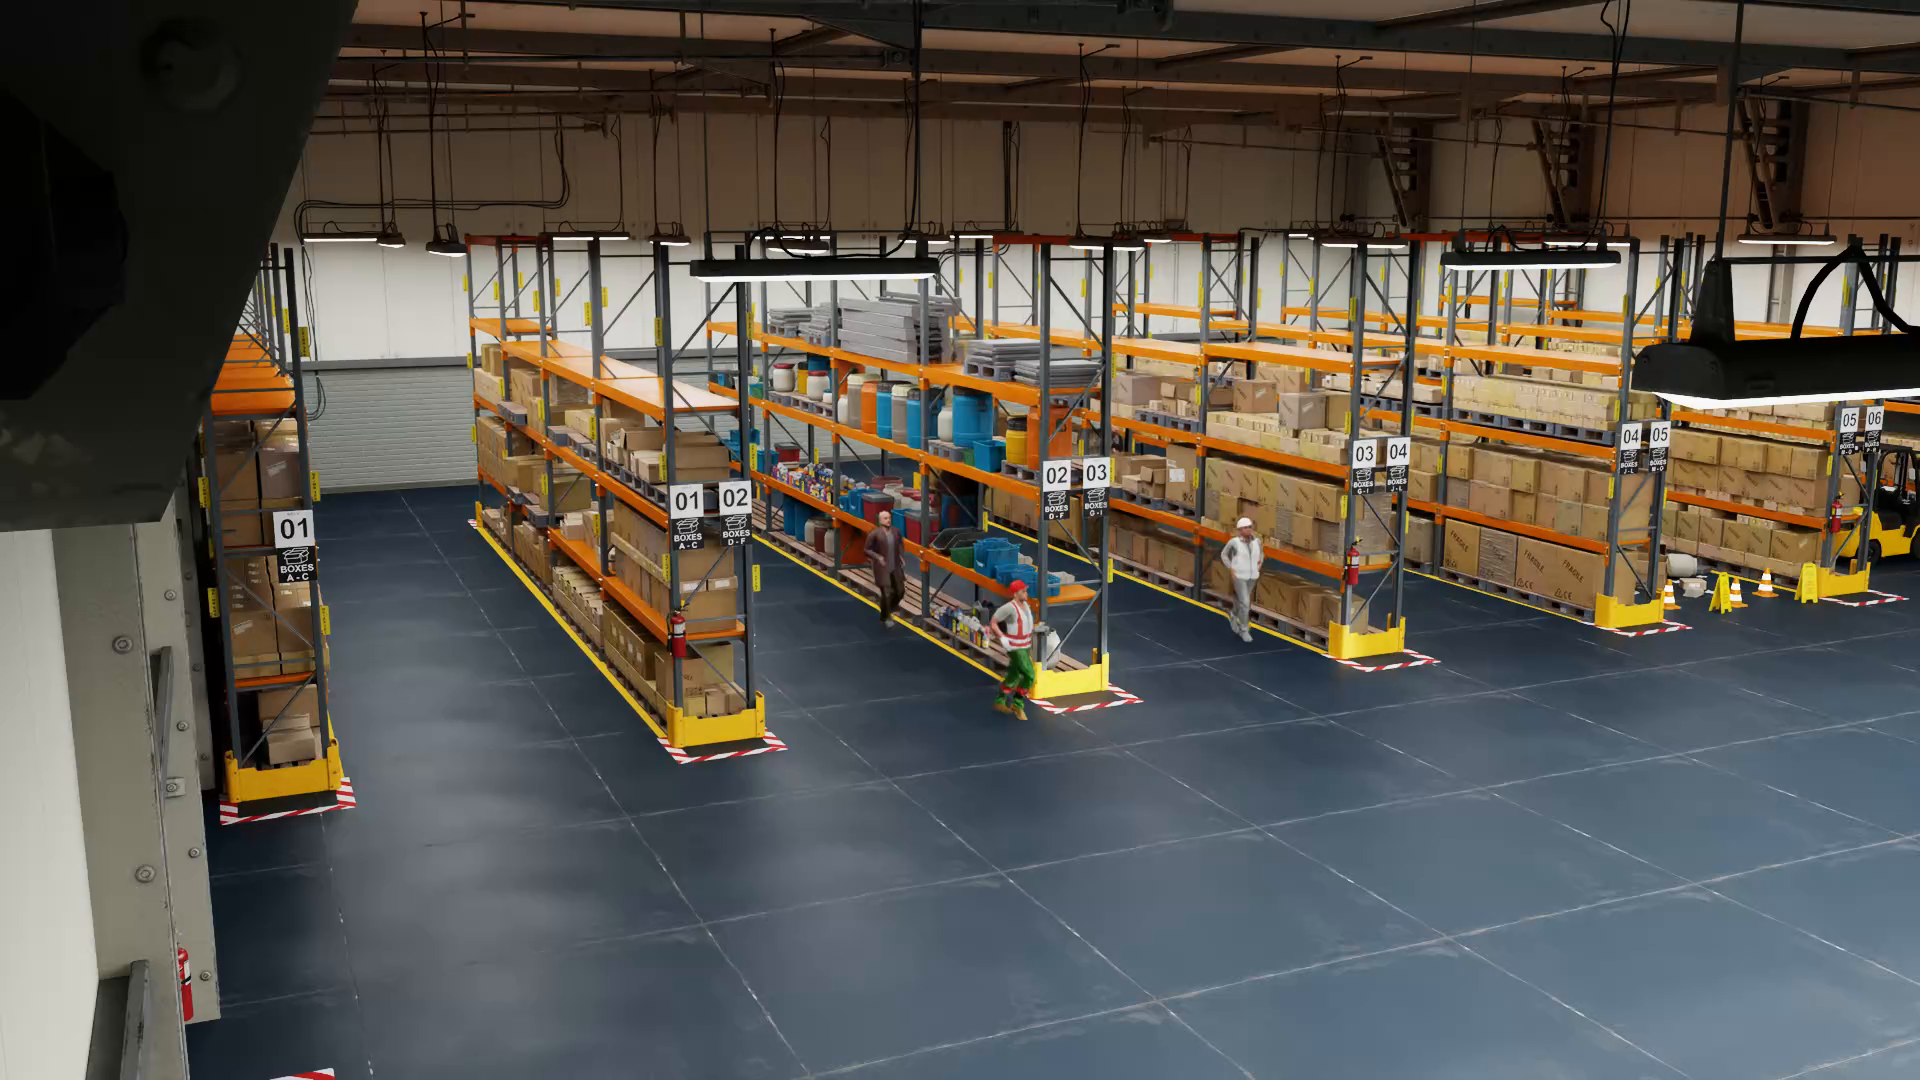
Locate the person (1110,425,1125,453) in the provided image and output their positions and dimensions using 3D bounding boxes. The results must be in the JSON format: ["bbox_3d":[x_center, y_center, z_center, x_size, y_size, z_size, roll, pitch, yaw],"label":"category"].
[{"bbox_3d":[3.474,-1.771,37.729,0.672,1.765,0.836,-4,12,-19],"label":"person"}]

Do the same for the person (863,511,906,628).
[{"bbox_3d":[-1.073,0.443,24.786,0.705,1.756,0.616,-6,13,-29],"label":"person"}]

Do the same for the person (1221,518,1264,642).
[{"bbox_3d":[4.197,0.553,24.626,0.650,1.806,0.828,-4,12,-21],"label":"person"}]

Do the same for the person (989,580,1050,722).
[{"bbox_3d":[0.754,1.405,21.223,0.749,1.817,0.632,6,12,27],"label":"person"}]
